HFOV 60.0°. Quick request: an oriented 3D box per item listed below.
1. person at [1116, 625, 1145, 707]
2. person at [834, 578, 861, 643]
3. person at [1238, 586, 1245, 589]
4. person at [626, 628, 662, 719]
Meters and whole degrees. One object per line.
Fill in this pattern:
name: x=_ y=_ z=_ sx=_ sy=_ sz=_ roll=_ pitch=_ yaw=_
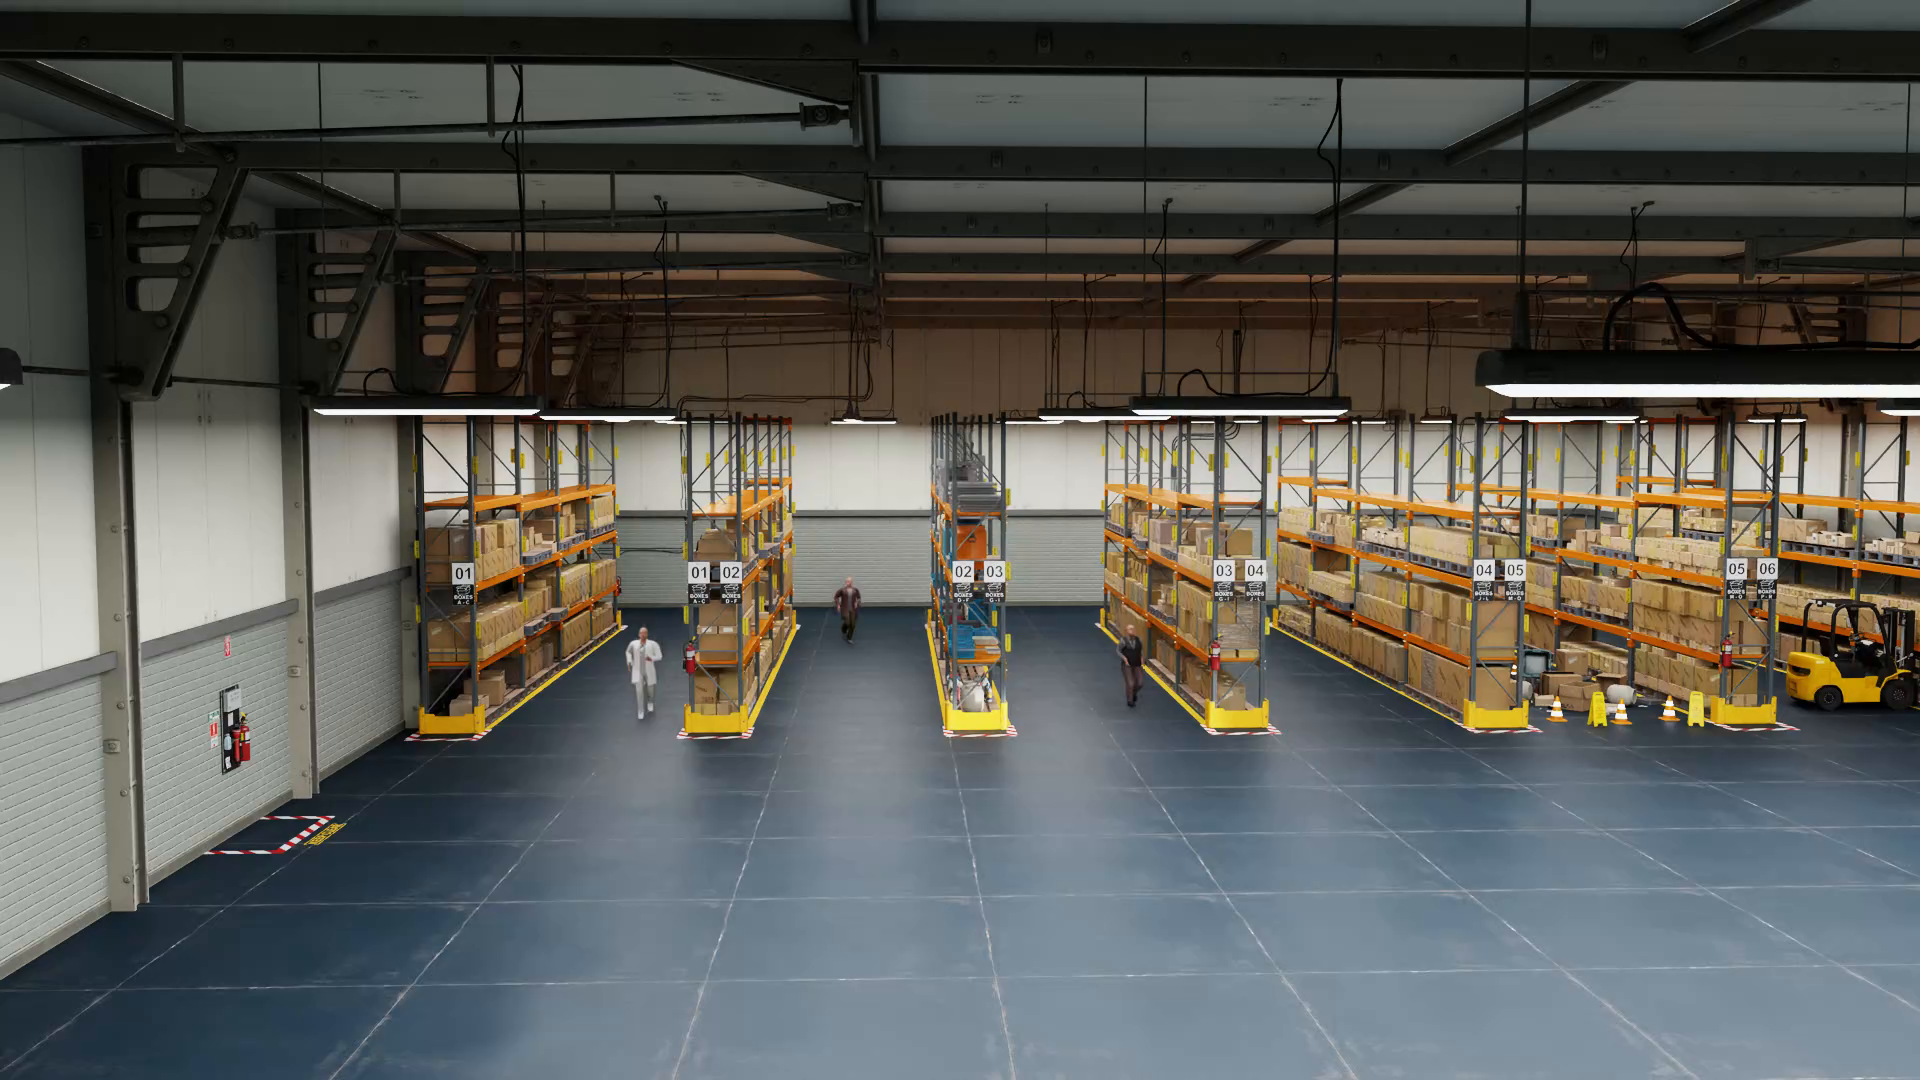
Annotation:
person: x=3.509 y=2.572 z=33.936 sx=0.638 sy=1.673 sz=0.547 roll=-1 pitch=4 yaw=-12
person: x=-2.924 y=1.870 z=43.872 sx=0.703 sy=1.735 sz=0.625 roll=-1 pitch=4 yaw=-18
person: x=7.807 y=1.668 z=47.048 sx=0.747 sy=1.814 sz=0.723 roll=1 pitch=4 yaw=10
person: x=-6.229 y=2.601 z=32.737 sx=0.715 sy=1.754 sz=1.020 roll=0 pitch=4 yaw=-6
